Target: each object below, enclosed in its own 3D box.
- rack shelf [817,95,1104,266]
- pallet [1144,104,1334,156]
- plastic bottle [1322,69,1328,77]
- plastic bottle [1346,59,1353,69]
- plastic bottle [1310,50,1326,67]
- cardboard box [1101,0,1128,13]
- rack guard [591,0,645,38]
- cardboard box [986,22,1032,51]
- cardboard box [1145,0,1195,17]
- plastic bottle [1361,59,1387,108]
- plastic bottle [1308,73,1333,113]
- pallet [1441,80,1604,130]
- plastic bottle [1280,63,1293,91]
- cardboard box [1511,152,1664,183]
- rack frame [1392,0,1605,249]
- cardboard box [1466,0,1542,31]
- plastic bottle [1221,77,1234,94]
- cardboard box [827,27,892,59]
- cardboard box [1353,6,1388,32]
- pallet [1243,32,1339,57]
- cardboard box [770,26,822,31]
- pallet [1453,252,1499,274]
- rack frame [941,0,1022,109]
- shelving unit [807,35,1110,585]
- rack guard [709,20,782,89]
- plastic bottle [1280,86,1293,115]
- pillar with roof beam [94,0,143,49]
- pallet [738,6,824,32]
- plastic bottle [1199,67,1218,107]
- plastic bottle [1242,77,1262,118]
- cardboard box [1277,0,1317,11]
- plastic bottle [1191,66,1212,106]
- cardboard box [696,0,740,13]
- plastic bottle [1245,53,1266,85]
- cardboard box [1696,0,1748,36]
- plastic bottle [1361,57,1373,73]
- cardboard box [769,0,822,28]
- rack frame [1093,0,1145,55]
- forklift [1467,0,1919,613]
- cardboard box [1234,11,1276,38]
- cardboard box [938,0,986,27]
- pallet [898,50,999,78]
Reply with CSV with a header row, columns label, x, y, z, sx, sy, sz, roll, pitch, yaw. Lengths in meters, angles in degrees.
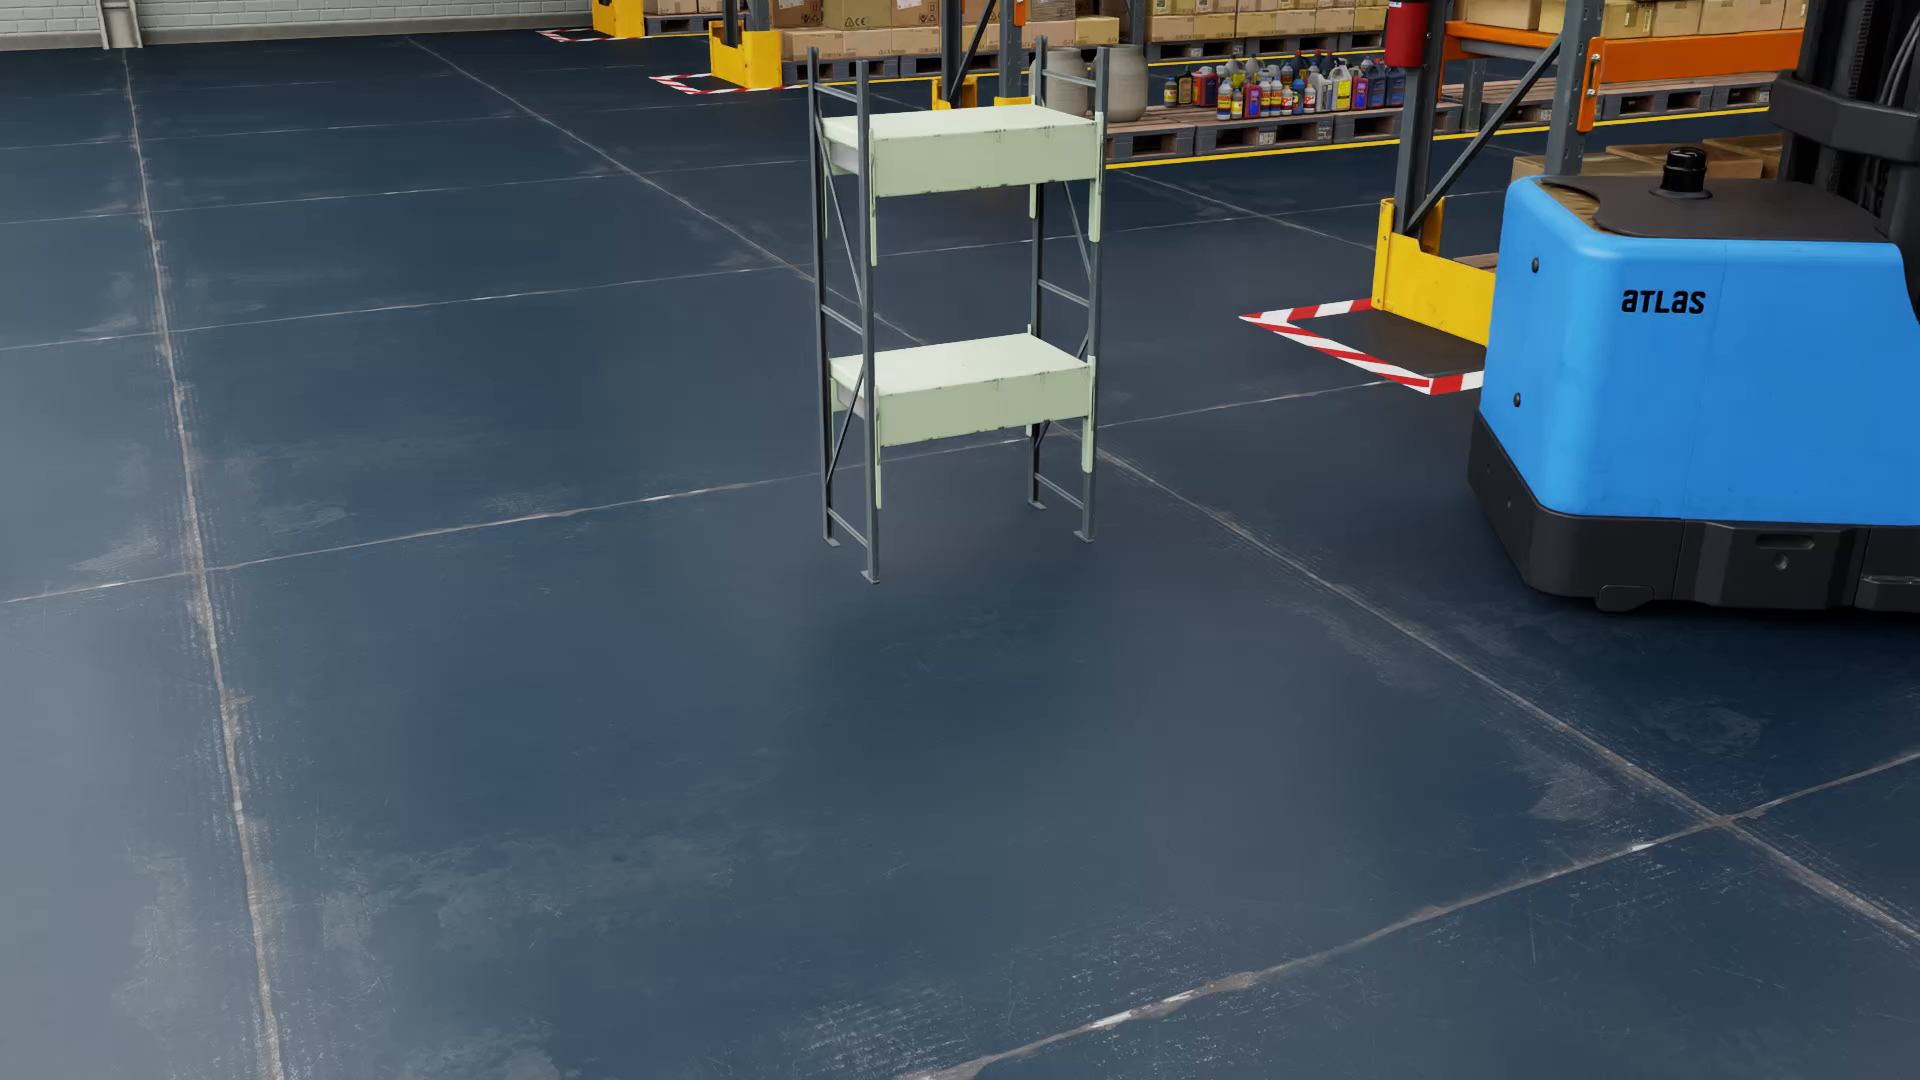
label,x,y,z,sx,sy,sz,roll,pitch,yaw
rack shelf,-0.006,-1.052,4.811,0.720,0.370,0.431,-10,25,-24
pallet,2.018,-3.113,12.494,1.213,0.211,1.003,-10,25,-24
plastic bottle,2.755,-3.390,12.493,0.133,0.283,0.061,-10,25,-24
plastic bottle,3.032,-3.649,13.119,0.133,0.283,0.061,-10,25,-24
plastic bottle,2.834,-3.690,13.132,0.185,0.351,0.144,-10,24,-22
cardboard box,1.837,-5.758,17.552,0.500,0.311,0.500,-10,25,-24
rack guard,-4.091,-6.310,19.841,0.348,0.500,1.175,-10,25,-24
cardboard box,0.375,-5.013,16.486,0.500,0.250,0.500,-10,25,-24
cardboard box,2.077,-5.575,17.109,0.500,0.311,0.500,-10,25,-23
plastic bottle,3.114,-3.443,12.535,0.185,0.351,0.144,-12,25,-26
plastic bottle,2.674,-3.330,12.358,0.135,0.276,0.152,-10,24,-23
pallet,4.432,-3.557,13.567,1.213,0.211,1.003,-10,25,-24
plastic bottle,2.548,-3.585,12.981,0.097,0.271,0.097,0,22,0
cardboard box,2.856,-1.468,7.595,0.500,0.500,0.500,-6,23,-14
rack frame,2.286,-2.332,6.961,0.127,3.000,1.000,-10,25,-24
cardboard box,2.453,-2.334,7.295,0.250,0.149,0.380,-10,25,-24
plastic bottle,2.037,-3.420,12.674,0.097,0.201,0.097,0,22,0
cardboard box,-0.979,-4.766,15.888,0.500,0.250,0.500,-10,25,-24
cardboard box,4.370,-5.739,18.238,0.500,0.250,0.500,-11,25,-24
pallet,3.345,-5.461,18.166,1.213,0.211,1.003,-10,25,-24
cardboard box,-1.652,-4.860,16.116,0.500,0.250,0.500,-10,25,-24
pallet,3.101,-1.178,7.821,1.213,0.211,1.003,-10,25,-24
rack frame,0.137,-4.038,11.084,0.127,3.000,1.000,-10,25,-24
shelving unit,-0.006,-0.692,4.960,0.755,1.500,0.431,-10,25,-24
rack guard,-2.029,-4.587,15.678,0.348,0.500,1.175,-10,25,-24
plastic bottle,2.395,-3.232,12.220,0.097,0.201,0.097,0,22,0
pillar with roof beam,-7.443,-8.160,13.197,0.400,9.000,9.100,-10,25,-24
pallet,-2.246,-6.500,20.677,1.213,0.211,1.003,-10,25,-24
plastic bottle,1.888,-3.438,12.610,0.133,0.283,0.061,-10,25,-24
plastic bottle,2.118,-3.211,12.062,0.133,0.283,0.061,-10,25,-23
cardboard box,3.462,-5.830,17.726,0.500,0.311,0.500,-10,24,-22
plastic bottle,1.841,-3.471,12.700,0.135,0.276,0.152,-10,25,-23
cardboard box,-2.983,-6.592,20.193,0.500,0.311,0.500,-8,24,-19
plastic bottle,2.281,-3.589,12.886,0.185,0.351,0.144,-11,25,-24
cardboard box,3.111,-2.252,7.096,0.250,0.149,0.380,-10,25,-24
plastic bottle,3.264,-3.743,13.362,0.097,0.271,0.097,0,22,0
cardboard box,-1.653,-5.208,15.974,0.500,0.500,0.500,-10,25,-24
rack frame,1.597,-6.410,16.813,0.127,3.000,1.000,-10,25,-24
forklift,3.166,-1.282,4.514,3.031,2.935,1.130,2,23,5
cardboard box,2.994,-5.486,17.627,0.500,0.250,0.500,-11,25,-25
cardboard box,-0.075,-5.276,16.140,0.500,0.500,0.500,-10,25,-24
pallet,-0.239,-4.800,16.569,1.213,0.211,1.003,-10,25,-24
